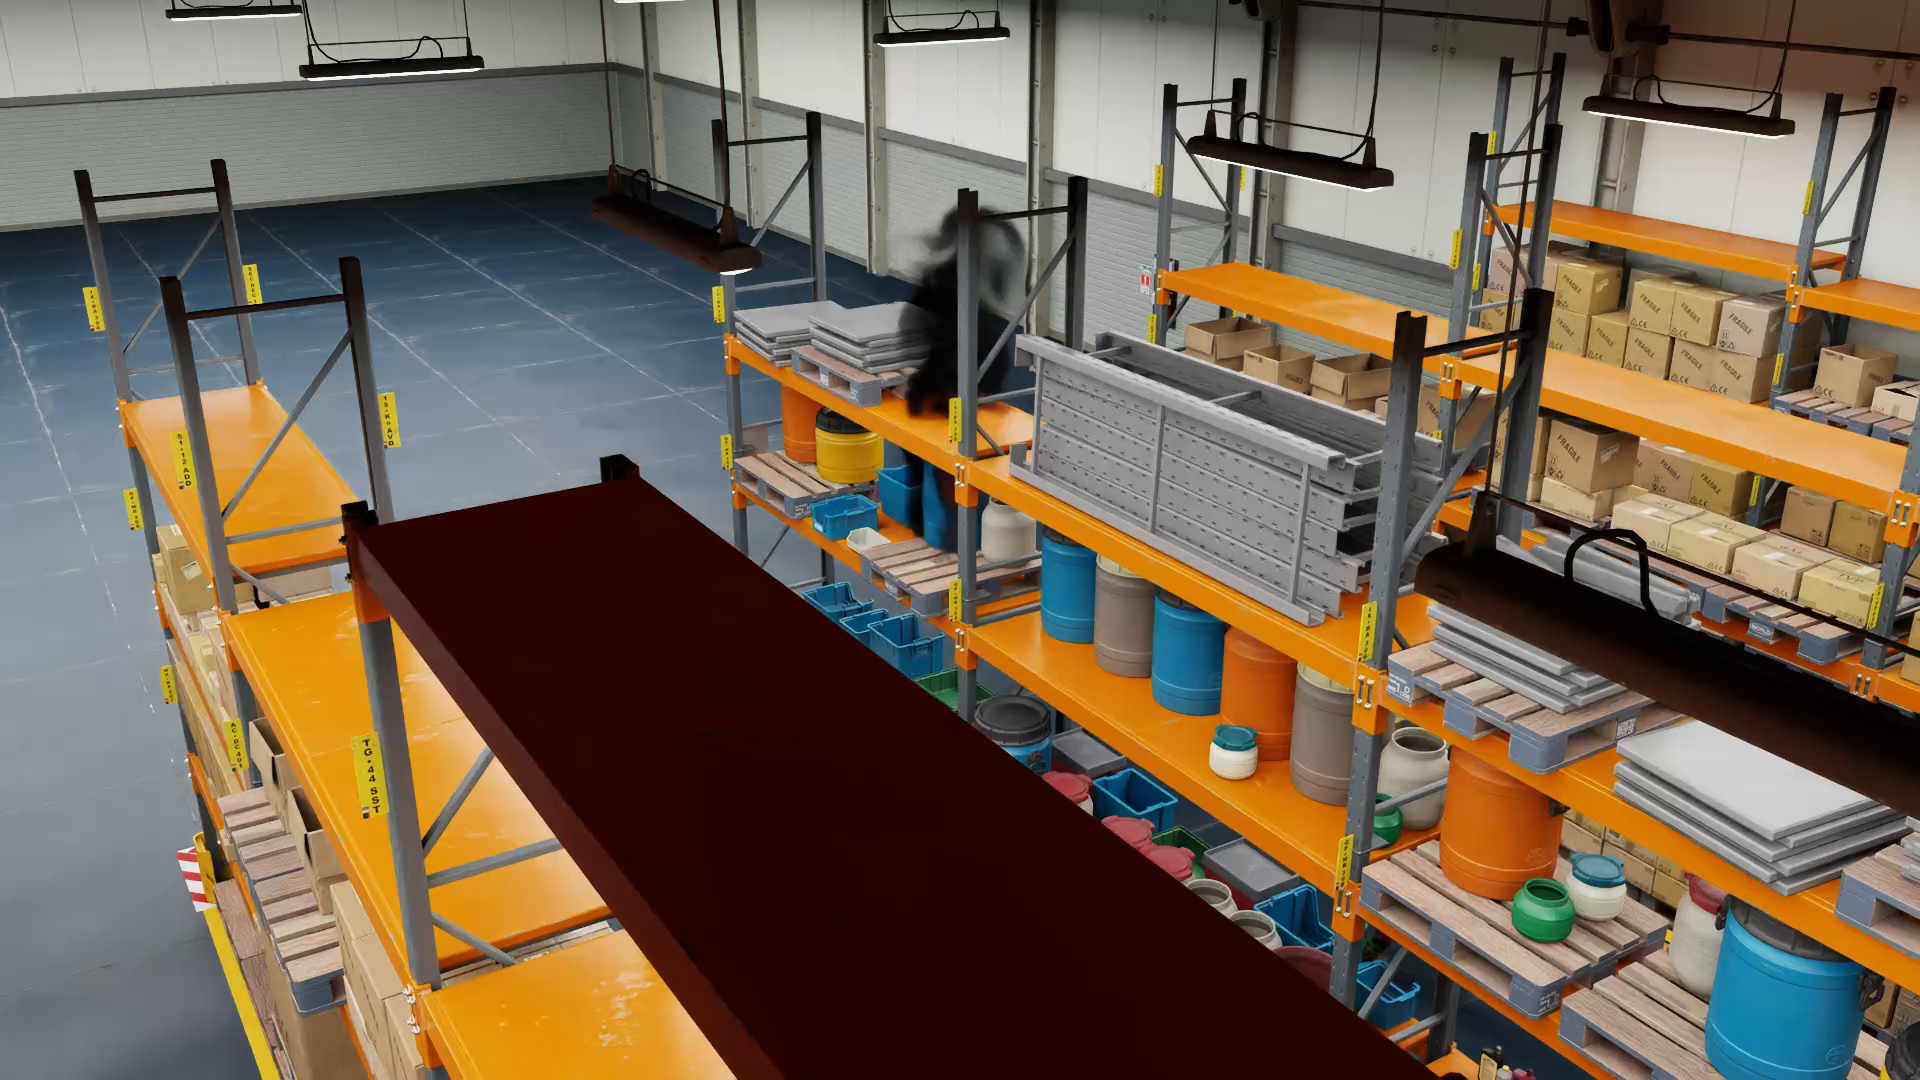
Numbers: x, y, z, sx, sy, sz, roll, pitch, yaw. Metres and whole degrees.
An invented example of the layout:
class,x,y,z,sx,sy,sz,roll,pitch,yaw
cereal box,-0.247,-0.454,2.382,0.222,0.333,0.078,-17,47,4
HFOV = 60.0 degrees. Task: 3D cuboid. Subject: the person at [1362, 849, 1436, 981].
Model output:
class,x,y,z,sx,sy,sz,roll,pitch,yaw
person,3.472,2.520,12.627,0.654,1.776,0.968,-20,29,-40
